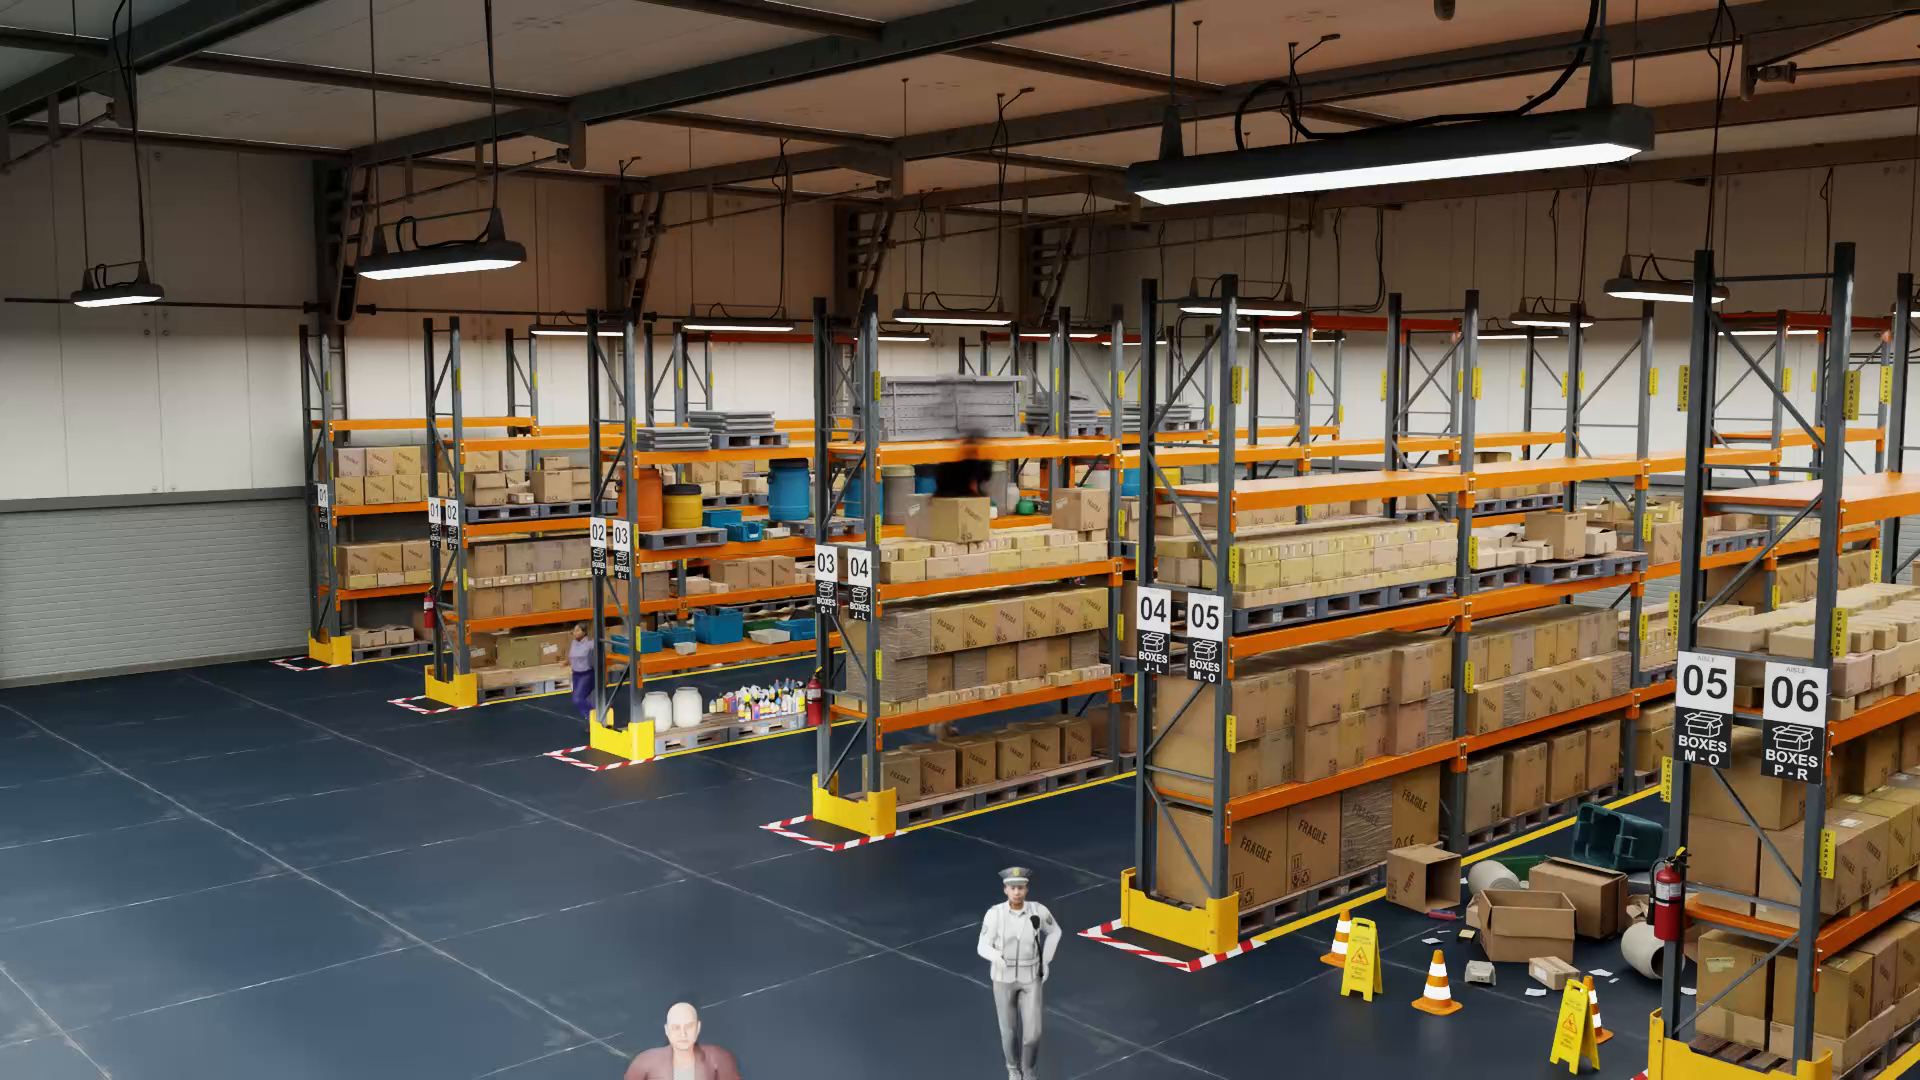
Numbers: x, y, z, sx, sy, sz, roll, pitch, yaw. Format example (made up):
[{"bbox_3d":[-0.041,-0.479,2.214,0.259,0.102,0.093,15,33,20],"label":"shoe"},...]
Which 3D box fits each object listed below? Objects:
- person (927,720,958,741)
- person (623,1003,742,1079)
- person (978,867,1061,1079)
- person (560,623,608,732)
[{"bbox_3d":[-0.166,2.128,21.916,0.650,1.680,0.627,5,7,39],"label":"person"},{"bbox_3d":[-1.517,3.391,9.130,0.710,1.733,0.637,-1,6,-12],"label":"person"},{"bbox_3d":[0.421,3.143,11.777,0.598,1.691,0.627,0,6,2],"label":"person"},{"bbox_3d":[-5.368,1.973,23.731,0.618,1.591,0.679,4,7,36],"label":"person"}]
